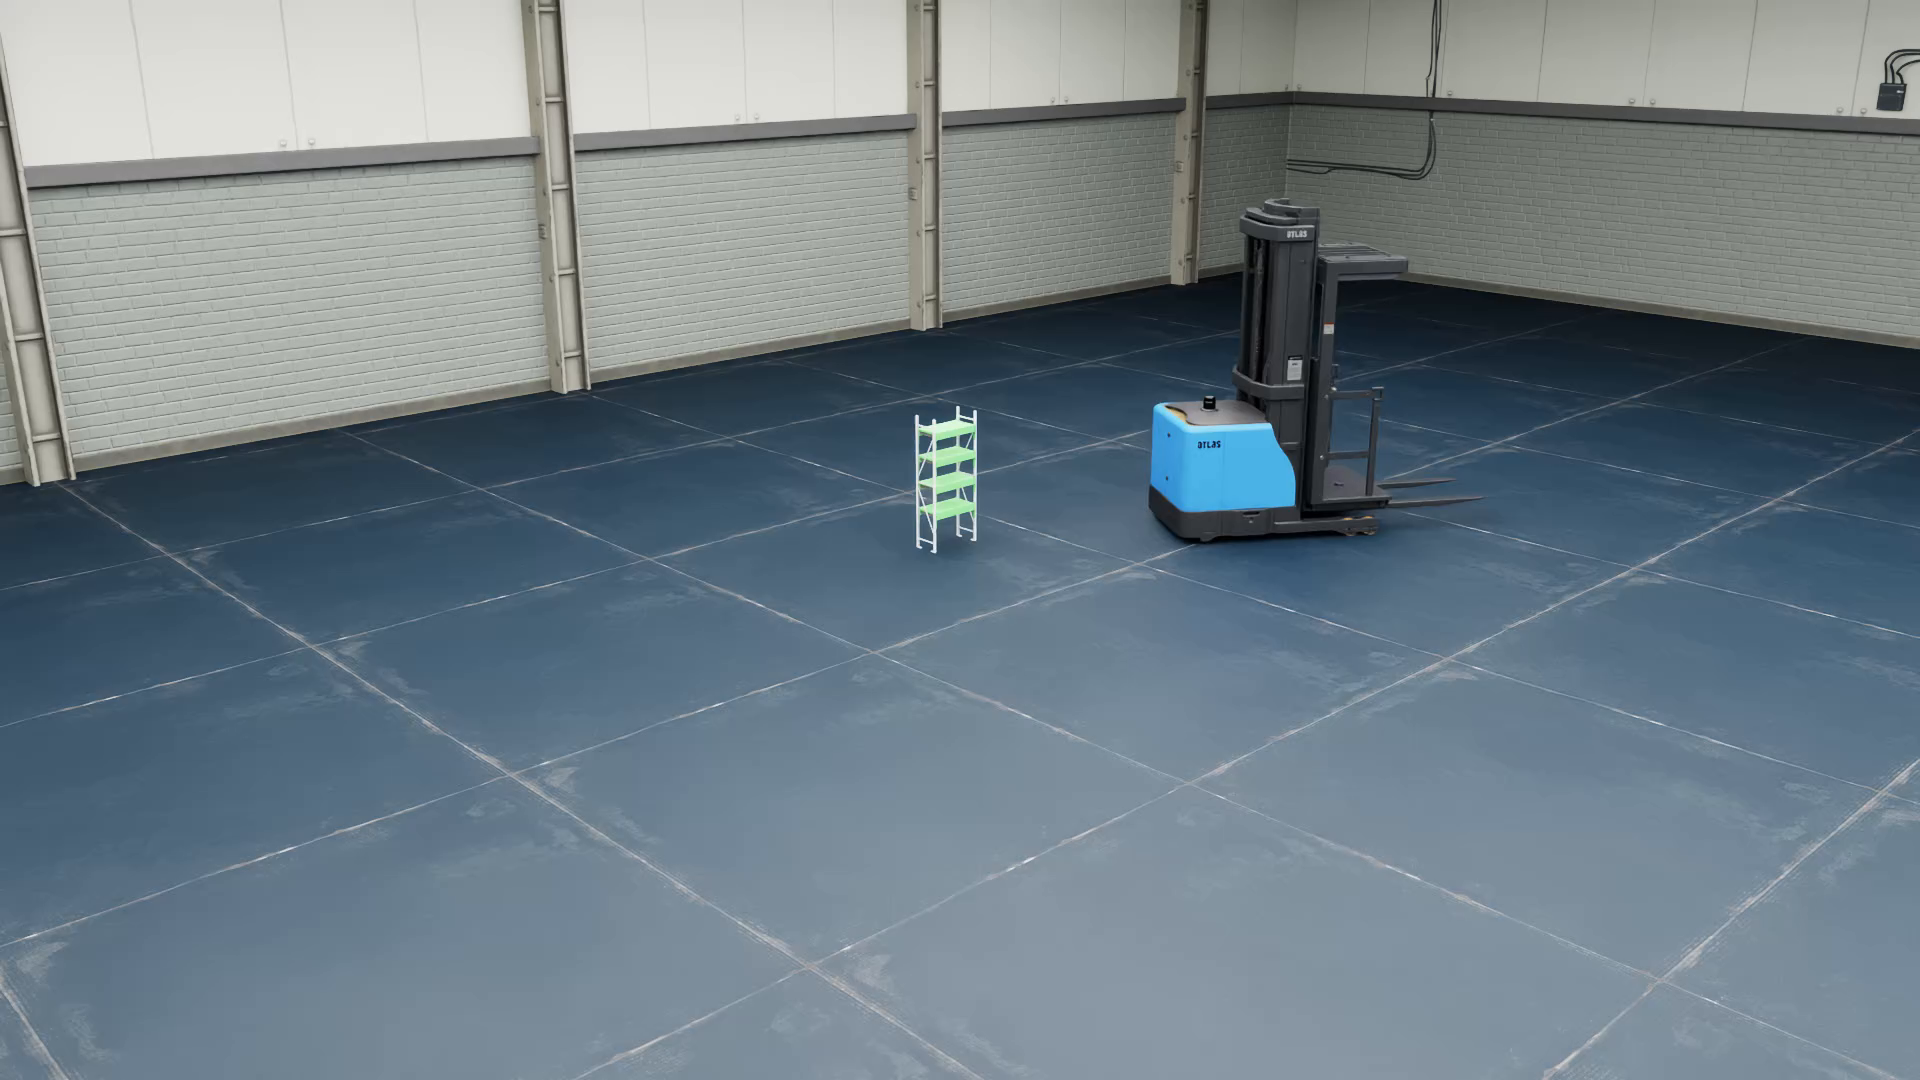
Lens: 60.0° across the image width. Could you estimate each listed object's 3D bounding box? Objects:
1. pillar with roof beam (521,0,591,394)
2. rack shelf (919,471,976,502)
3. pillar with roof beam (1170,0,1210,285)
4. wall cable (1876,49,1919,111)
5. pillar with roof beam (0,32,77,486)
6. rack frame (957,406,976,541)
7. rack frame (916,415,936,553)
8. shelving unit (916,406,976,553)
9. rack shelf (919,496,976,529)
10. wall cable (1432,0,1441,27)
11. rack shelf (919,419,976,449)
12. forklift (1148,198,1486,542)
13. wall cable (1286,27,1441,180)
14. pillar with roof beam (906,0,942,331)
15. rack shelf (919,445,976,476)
[{"bbox_3d":[-1.908,-5.200,16.432,0.400,9.000,9.100,-16,24,-41],"label":"pillar with roof beam"},{"bbox_3d":[-0.120,-0.475,14.711,0.480,0.148,0.258,-16,24,-41],"label":"rack shelf"},{"bbox_3d":[6.811,-7.743,24.274,0.400,9.000,9.100,-16,24,-41],"label":"pillar with roof beam"},{"bbox_3d":[13.413,-8.522,21.165,0.169,6.003,2.305,-16,24,-41],"label":"wall cable"},{"bbox_3d":[-6.268,-3.928,12.510,0.400,9.000,9.100,-16,24,-41],"label":"pillar with roof beam"},{"bbox_3d":[0.057,-0.587,14.851,0.015,1.200,0.240,-16,24,-41],"label":"rack frame"},{"bbox_3d":[-0.298,-0.484,14.532,0.015,1.200,0.240,-16,24,-41],"label":"rack frame"},{"bbox_3d":[-0.120,-0.536,14.691,0.503,1.200,0.258,-16,24,-41],"label":"shelving unit"},{"bbox_3d":[-0.120,-0.247,14.785,0.480,0.148,0.258,-16,24,-41],"label":"rack shelf"},{"bbox_3d":[8.761,-9.354,26.091,0.112,2.526,3.097,-16,24,-41],"label":"wall cable"},{"bbox_3d":[-0.120,-0.931,14.563,0.480,0.148,0.258,-16,24,-41],"label":"rack shelf"},{"bbox_3d":[3.348,-1.587,15.127,3.031,2.935,1.130,-4,18,-11],"label":"forklift"},{"bbox_3d":[6.902,-7.558,28.740,0.112,2.526,3.097,-16,24,-41],"label":"wall cable"},{"bbox_3d":[2.451,-6.471,20.353,0.400,9.000,9.100,-16,24,-41],"label":"pillar with roof beam"},{"bbox_3d":[-0.120,-0.703,14.637,0.480,0.148,0.258,-16,24,-41],"label":"rack shelf"}]
